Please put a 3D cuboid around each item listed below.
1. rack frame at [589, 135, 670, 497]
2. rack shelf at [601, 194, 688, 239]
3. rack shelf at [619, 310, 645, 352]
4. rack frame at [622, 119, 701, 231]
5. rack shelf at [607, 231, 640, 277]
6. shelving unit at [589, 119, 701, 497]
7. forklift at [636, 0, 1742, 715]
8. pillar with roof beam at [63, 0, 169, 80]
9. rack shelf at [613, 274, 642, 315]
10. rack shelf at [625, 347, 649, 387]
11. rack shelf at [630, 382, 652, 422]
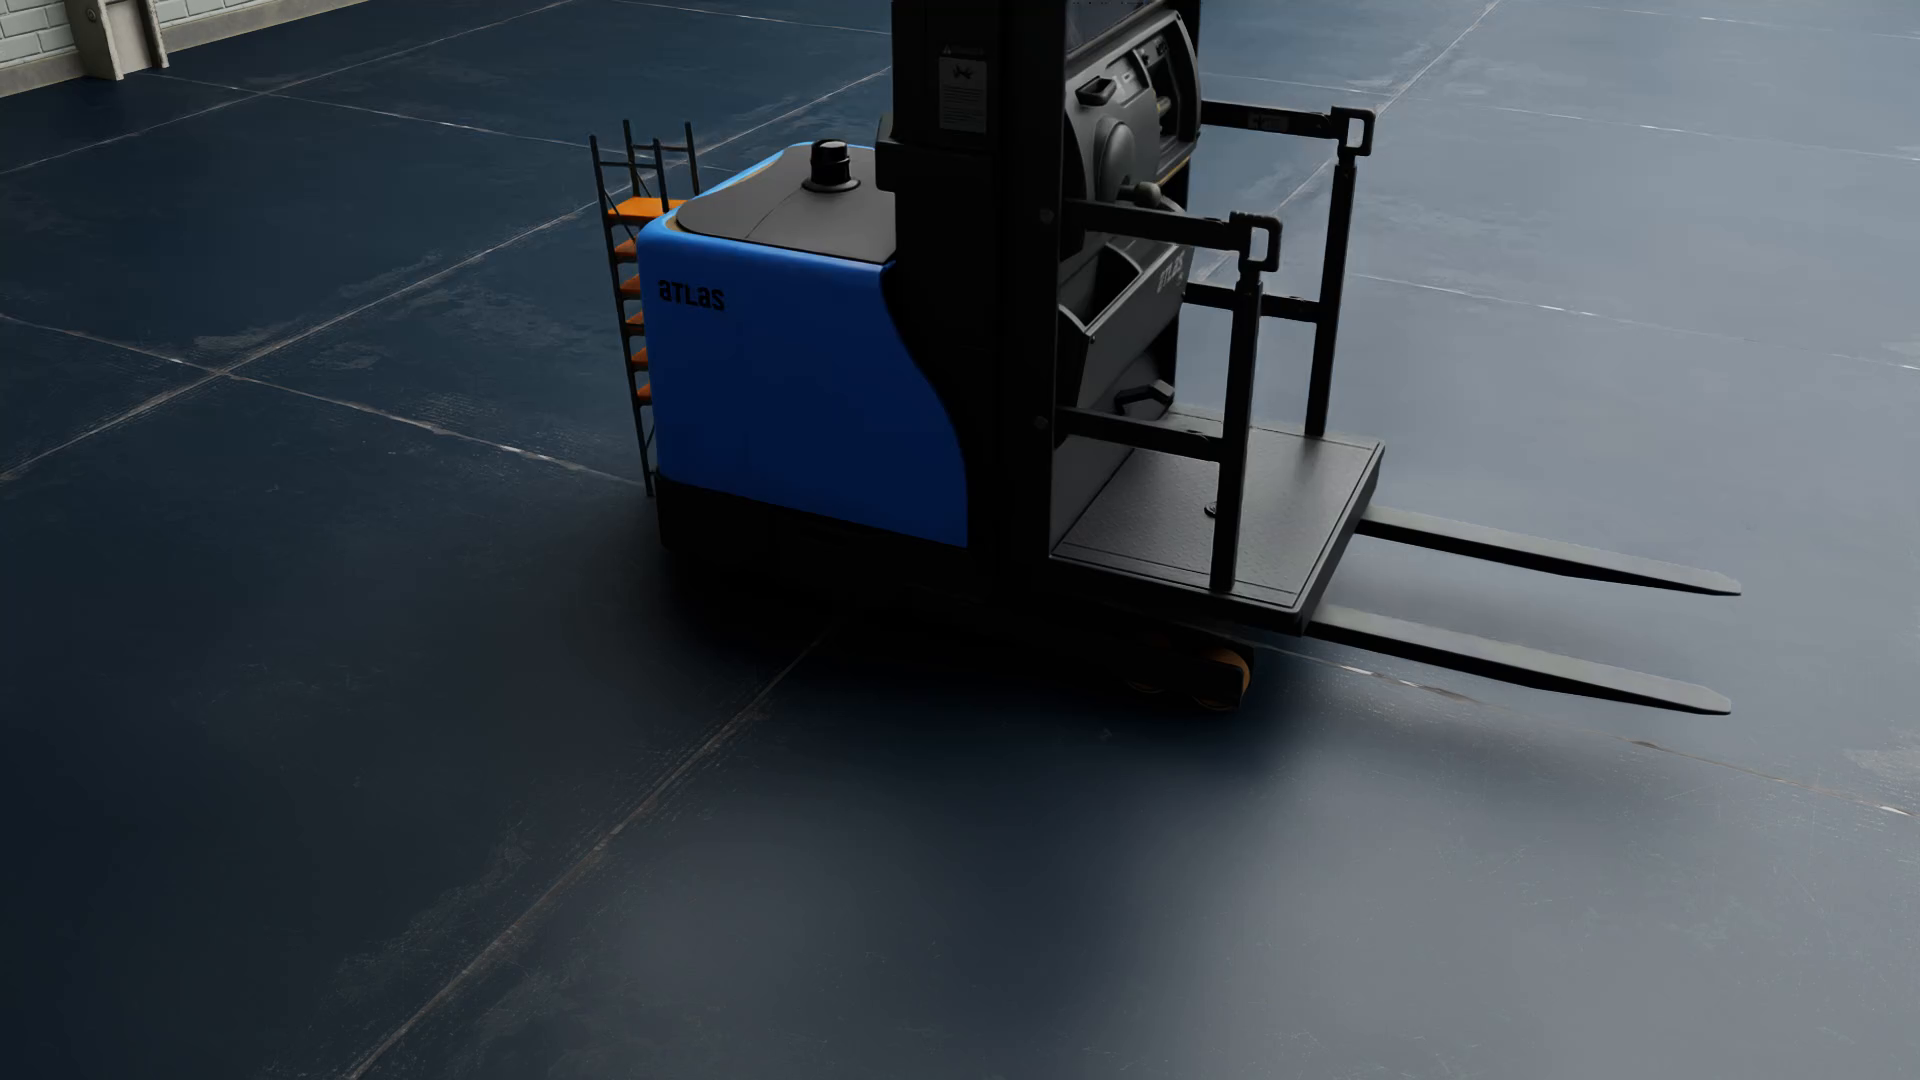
[{"bbox_3d":[-0.956,-0.659,5.177,0.240,1.200,0.006,8,31,21],"label":"rack frame"},{"bbox_3d":[-0.938,-0.978,5.100,0.258,0.103,0.180,8,31,21],"label":"rack shelf"},{"bbox_3d":[-0.919,-0.662,5.272,0.258,0.103,0.180,8,31,21],"label":"rack shelf"},{"bbox_3d":[-0.887,-0.743,5.324,0.240,1.200,0.006,8,31,21],"label":"rack frame"},{"bbox_3d":[-0.932,-0.872,5.157,0.258,0.103,0.180,8,31,21],"label":"rack shelf"},{"bbox_3d":[-0.921,-0.701,5.251,0.258,1.200,0.189,8,31,21],"label":"shelving unit"},{"bbox_3d":[0.642,-1.116,4.250,3.031,2.935,1.130,13,32,21],"label":"forklift"},{"bbox_3d":[-1.348,-5.845,6.392,9.100,9.000,0.400,14,33,23],"label":"pillar with roof beam"},{"bbox_3d":[-0.925,-0.767,5.215,0.258,0.103,0.180,8,31,21],"label":"rack shelf"},{"bbox_3d":[-0.913,-0.556,5.329,0.258,0.103,0.180,8,31,21],"label":"rack shelf"},{"bbox_3d":[-0.906,-0.451,5.386,0.258,0.103,0.180,8,31,21],"label":"rack shelf"}]
